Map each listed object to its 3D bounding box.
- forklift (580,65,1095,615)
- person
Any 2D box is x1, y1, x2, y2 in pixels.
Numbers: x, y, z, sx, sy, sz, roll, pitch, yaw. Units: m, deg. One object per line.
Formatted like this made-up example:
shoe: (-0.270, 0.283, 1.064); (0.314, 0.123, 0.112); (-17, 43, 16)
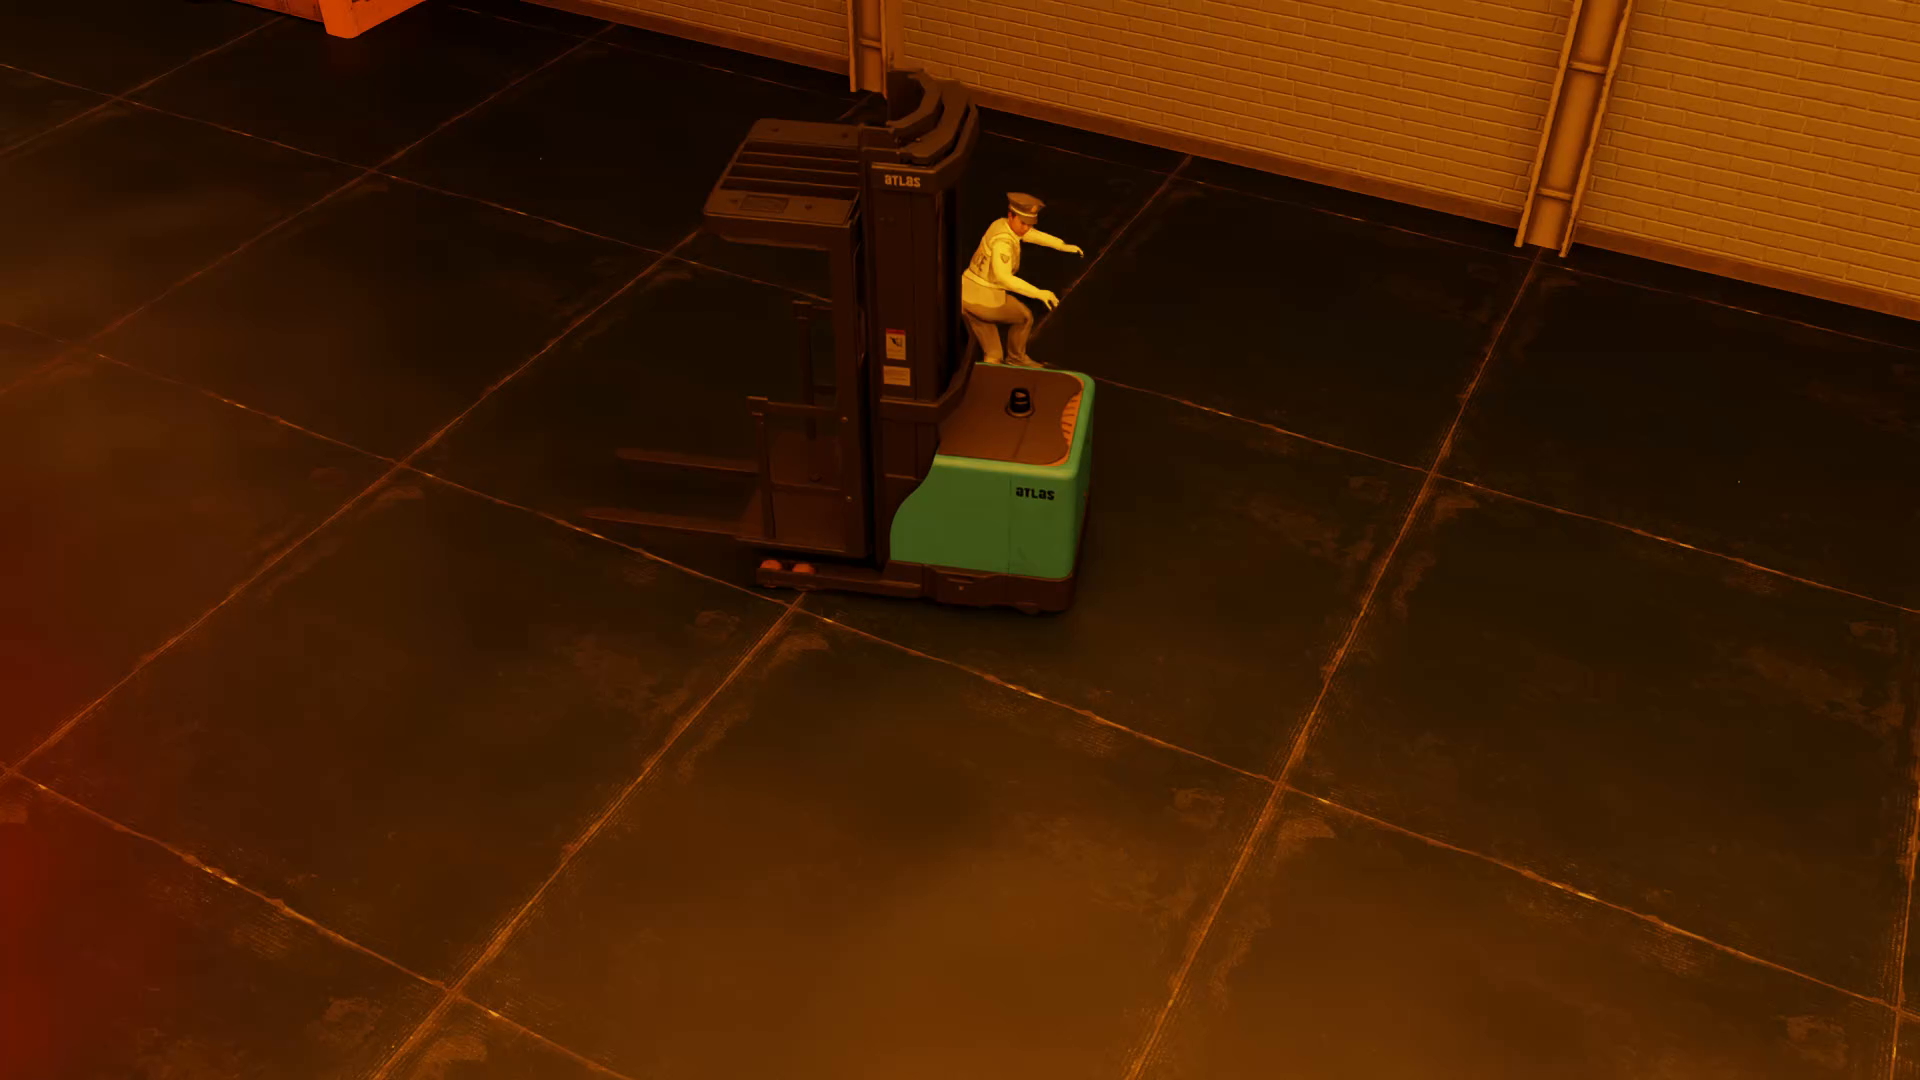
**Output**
forklift: (-0.759, -1.143, 9.344); (3.031, 2.935, 1.130); (7, 41, 8)
person: (0.452, -1.569, 11.035); (1.034, 1.473, 0.857); (-21, 44, -23)
